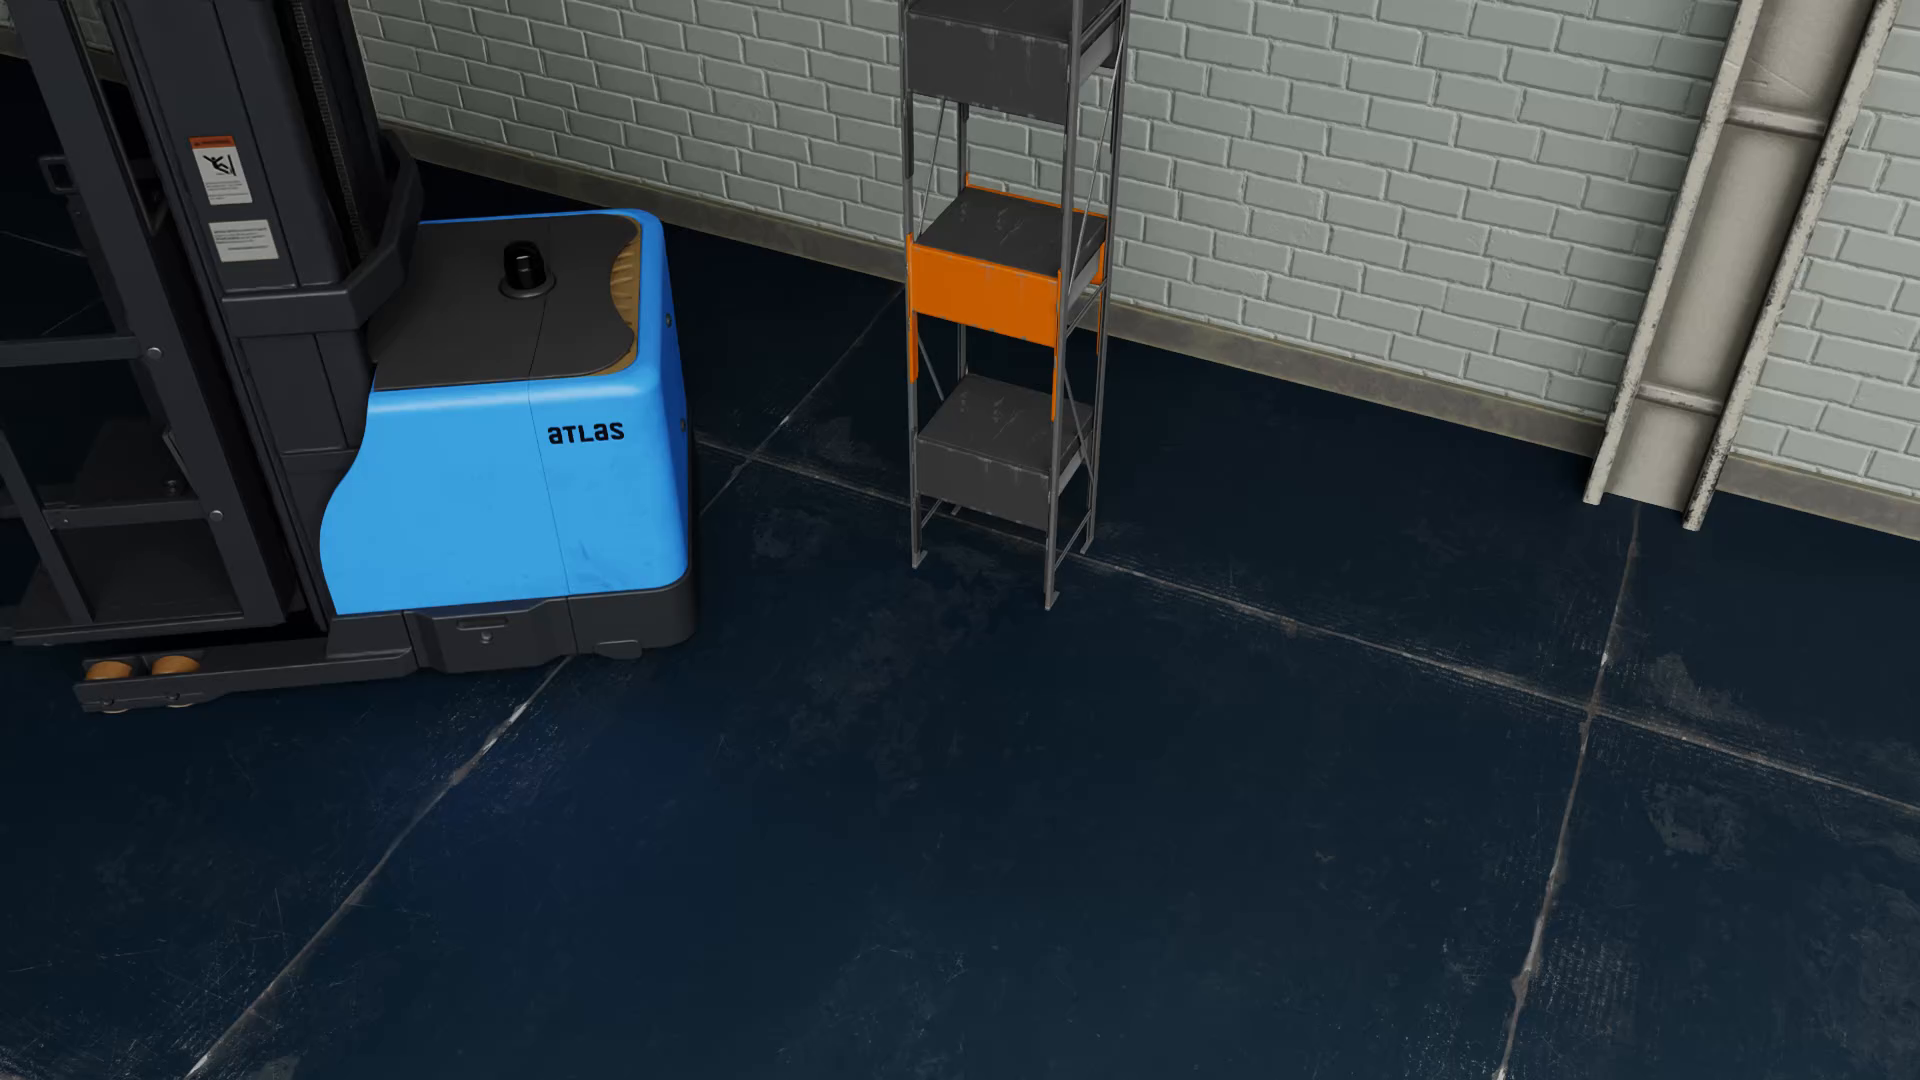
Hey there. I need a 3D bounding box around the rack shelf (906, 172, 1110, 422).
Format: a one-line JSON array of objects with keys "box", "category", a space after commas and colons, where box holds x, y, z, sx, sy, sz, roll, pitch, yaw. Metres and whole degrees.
[{"box": [0.150, -0.737, 5.018, 0.480, 0.518, 0.431, 17, 44, 19], "category": "rack shelf"}]

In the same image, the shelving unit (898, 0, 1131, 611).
[{"box": [0.150, -0.748, 5.009, 0.503, 2.100, 0.431, 17, 44, 19], "category": "shelving unit"}]

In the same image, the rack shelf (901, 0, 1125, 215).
[{"box": [0.150, -1.266, 4.560, 0.480, 0.518, 0.431, 17, 44, 19], "category": "rack shelf"}]

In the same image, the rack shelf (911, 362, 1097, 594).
[{"box": [0.150, -0.208, 5.477, 0.480, 0.518, 0.431, 17, 44, 19], "category": "rack shelf"}]

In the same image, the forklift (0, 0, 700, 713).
[{"box": [-2.392, -0.942, 4.598, 3.031, 2.935, 1.130, -5, 41, -5], "category": "forklift"}]

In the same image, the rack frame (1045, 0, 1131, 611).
[{"box": [0.371, -0.680, 4.931, 0.015, 2.100, 0.400, 17, 44, 19], "category": "rack frame"}]

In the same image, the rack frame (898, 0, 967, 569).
[{"box": [-0.071, -0.815, 5.087, 0.015, 2.100, 0.400, 17, 44, 19], "category": "rack frame"}]
